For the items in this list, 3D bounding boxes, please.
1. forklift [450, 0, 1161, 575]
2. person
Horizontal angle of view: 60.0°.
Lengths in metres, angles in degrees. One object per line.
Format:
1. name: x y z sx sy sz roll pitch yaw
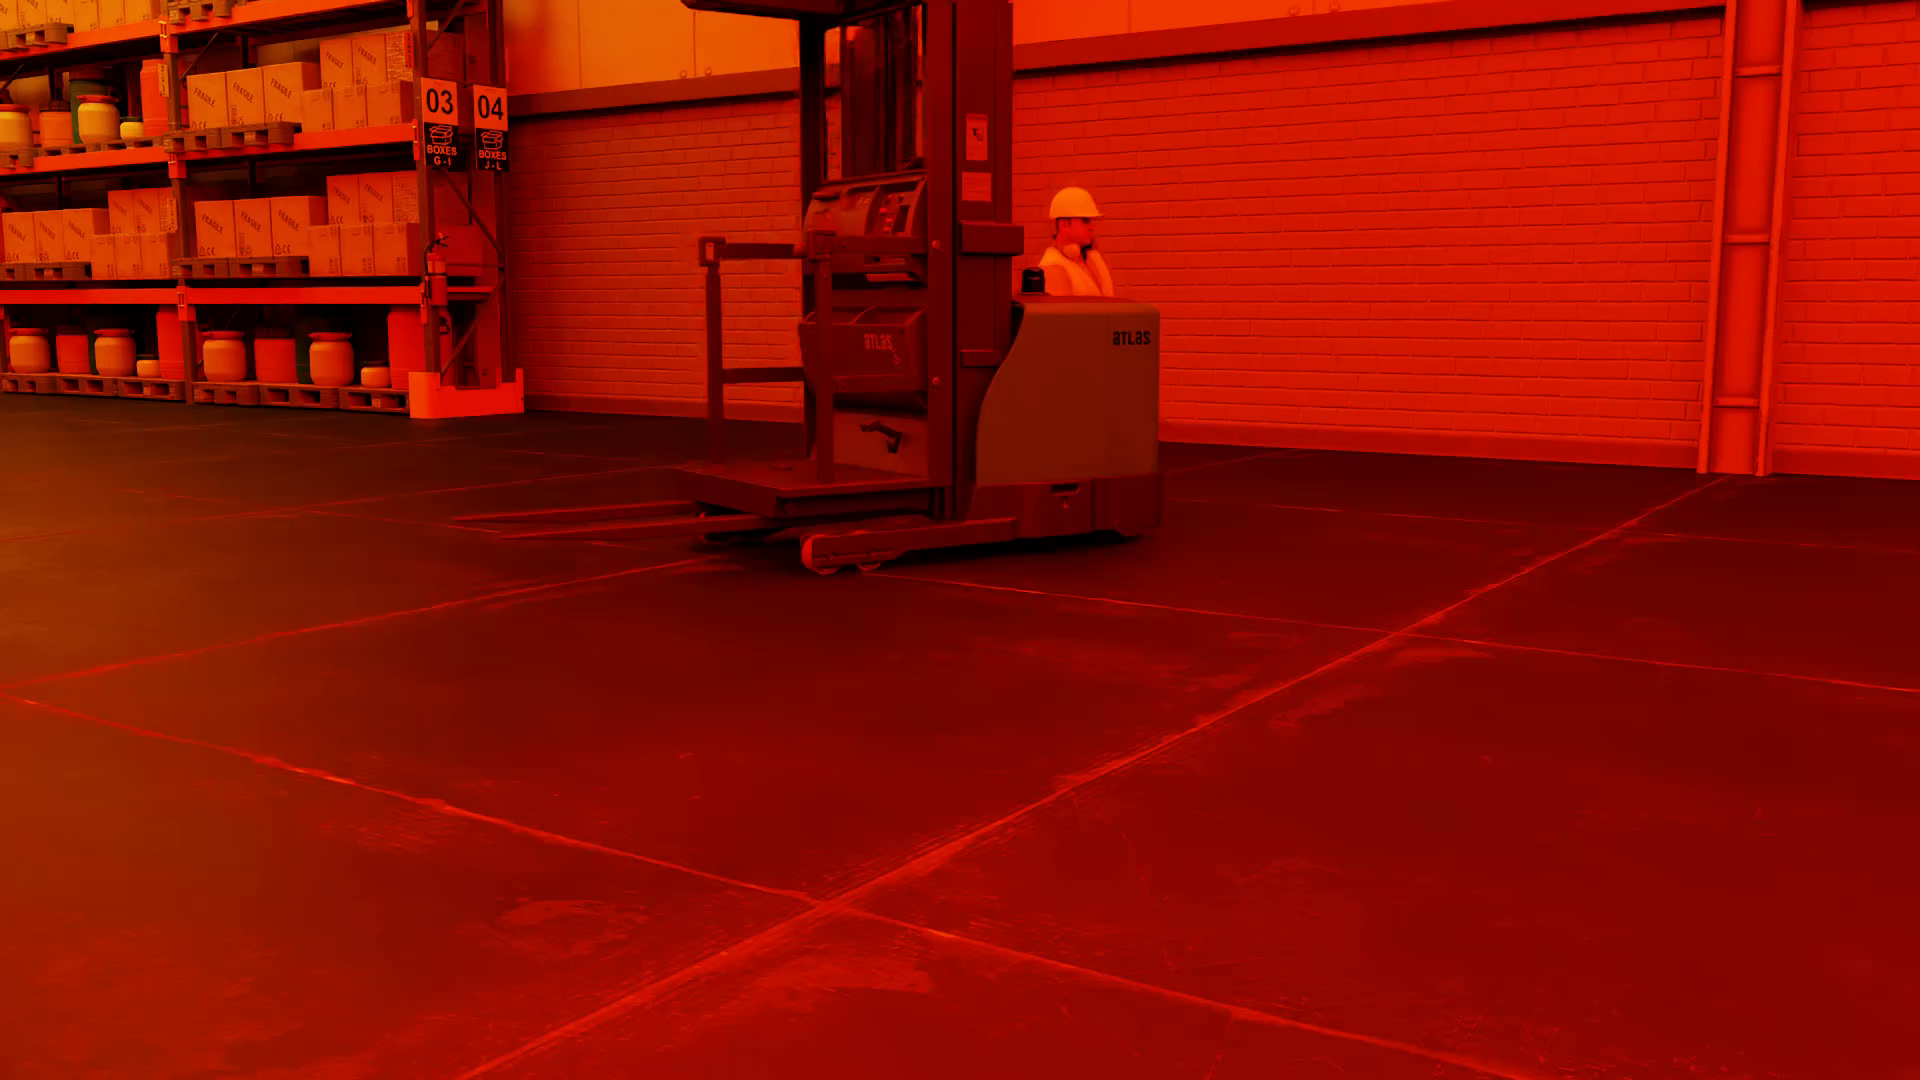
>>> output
1. forklift: -0.590 -1.396 7.006 3.031 2.935 1.130 -5 10 -33
2. person: 0.677 -0.945 8.416 0.624 1.654 0.751 6 10 38
